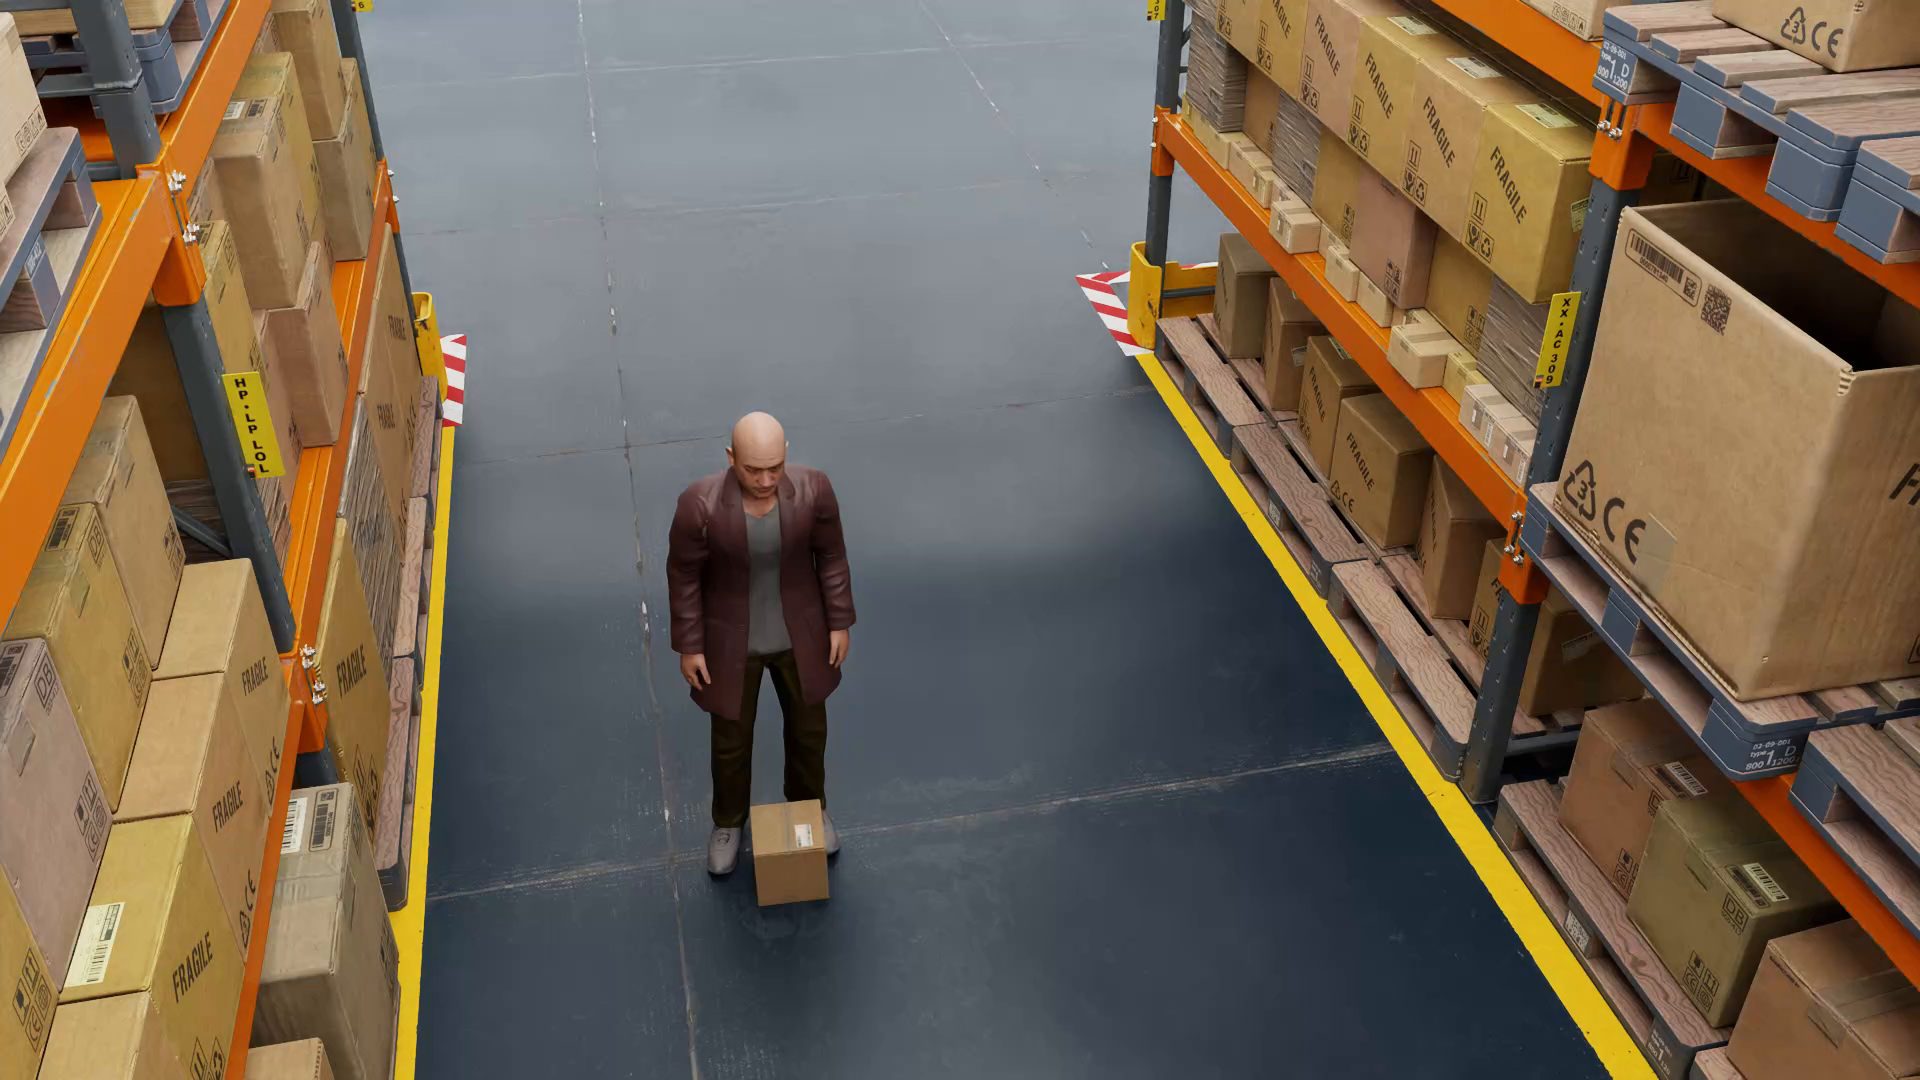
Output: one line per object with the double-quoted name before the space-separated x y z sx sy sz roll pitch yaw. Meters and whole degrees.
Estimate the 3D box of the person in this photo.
"person" -0.662 0.334 5.661 0.637 1.772 0.428 -9 35 -12
